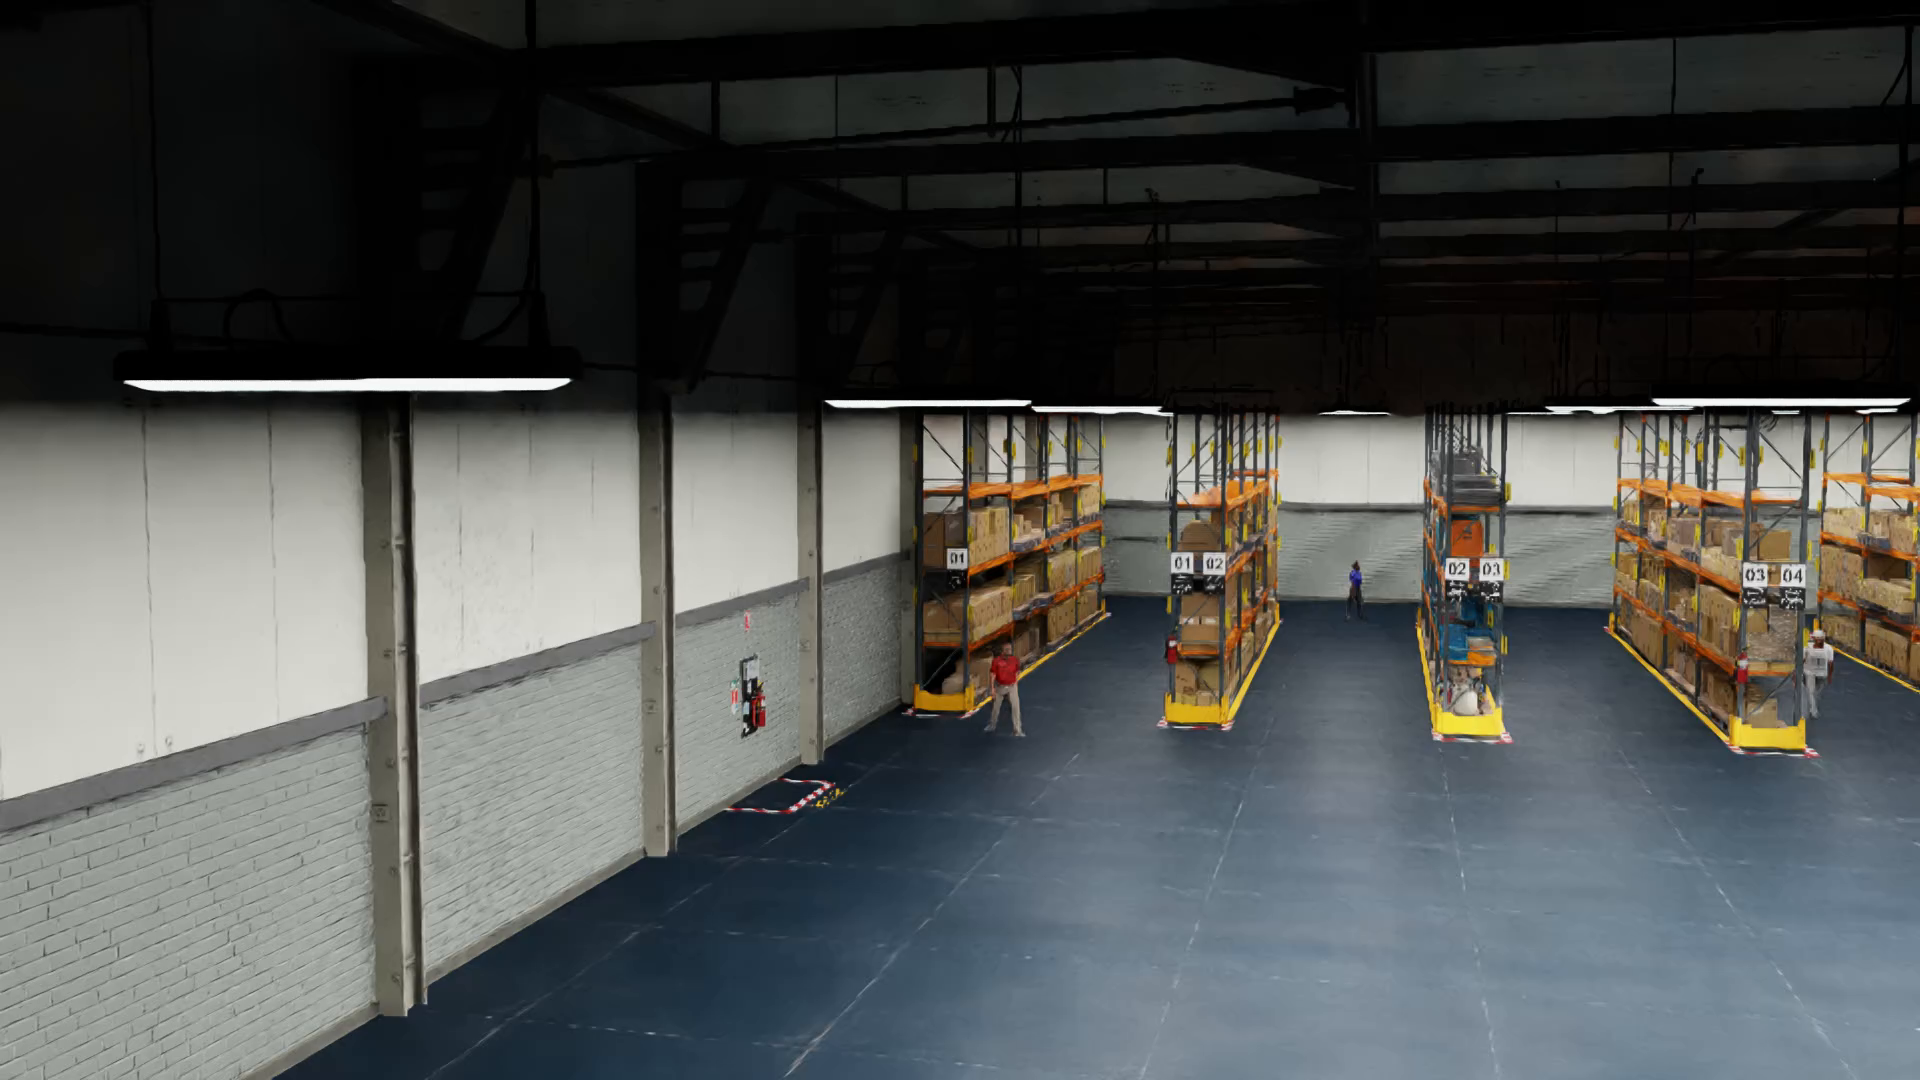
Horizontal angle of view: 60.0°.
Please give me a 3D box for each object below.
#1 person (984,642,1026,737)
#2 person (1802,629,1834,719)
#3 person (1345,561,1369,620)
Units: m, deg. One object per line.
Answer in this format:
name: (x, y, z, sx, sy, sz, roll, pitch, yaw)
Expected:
person: (0.795, 2.668, 29.859, 0.617, 1.691, 0.952, -1, 4, -12)
person: (16.318, 2.531, 31.650, 0.572, 1.689, 1.128, 1, 4, 12)
person: (11.197, 1.469, 46.997, 0.517, 1.549, 0.679, 4, 6, 44)
